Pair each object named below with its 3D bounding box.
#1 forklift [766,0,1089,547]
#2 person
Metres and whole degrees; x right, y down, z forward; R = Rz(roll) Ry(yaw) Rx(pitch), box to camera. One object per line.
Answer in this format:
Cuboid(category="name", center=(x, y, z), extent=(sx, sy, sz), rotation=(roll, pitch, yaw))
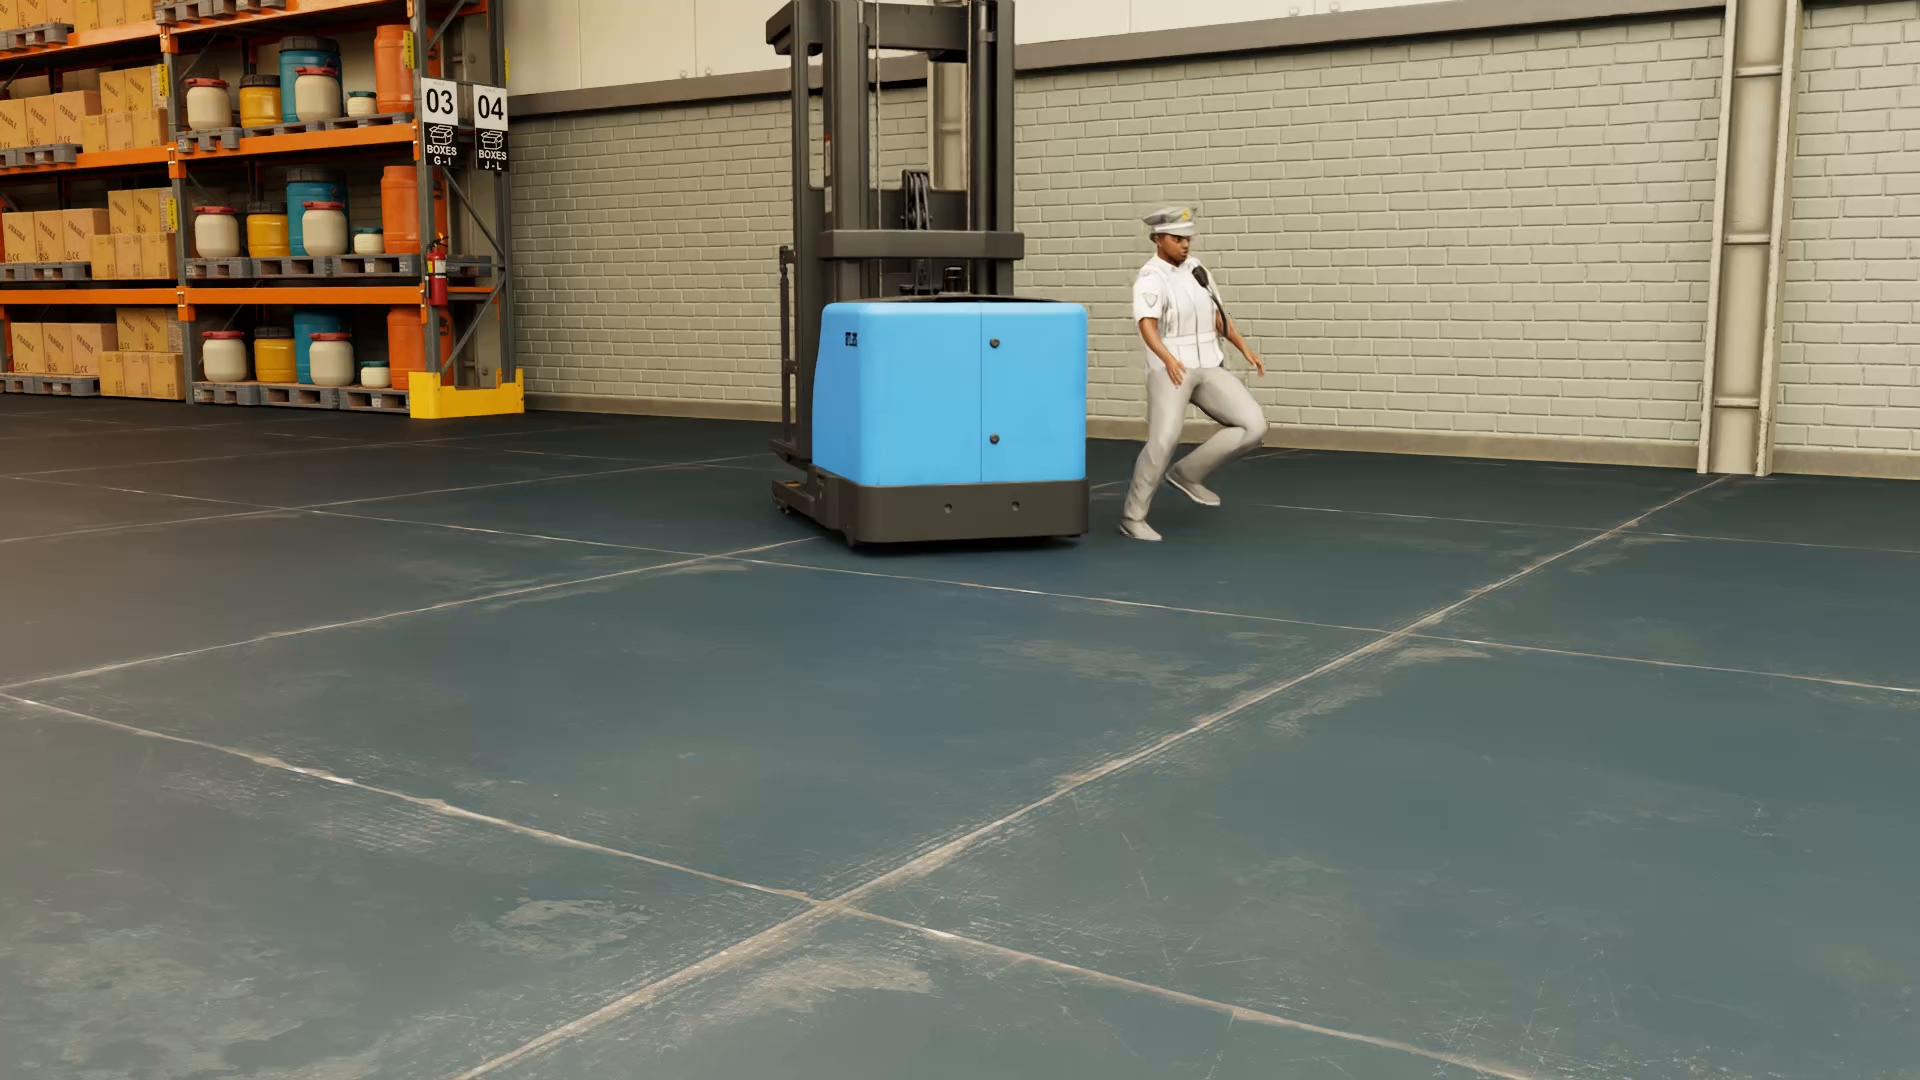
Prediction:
Cuboid(category="forklift", center=(-0.349, -1.590, 8.371), extent=(1.130, 2.935, 3.031), rotation=(-2, 8, -17))
Cuboid(category="person", center=(1.083, -0.775, 7.792), extent=(0.726, 1.555, 0.641), rotation=(-5, 9, -29))
